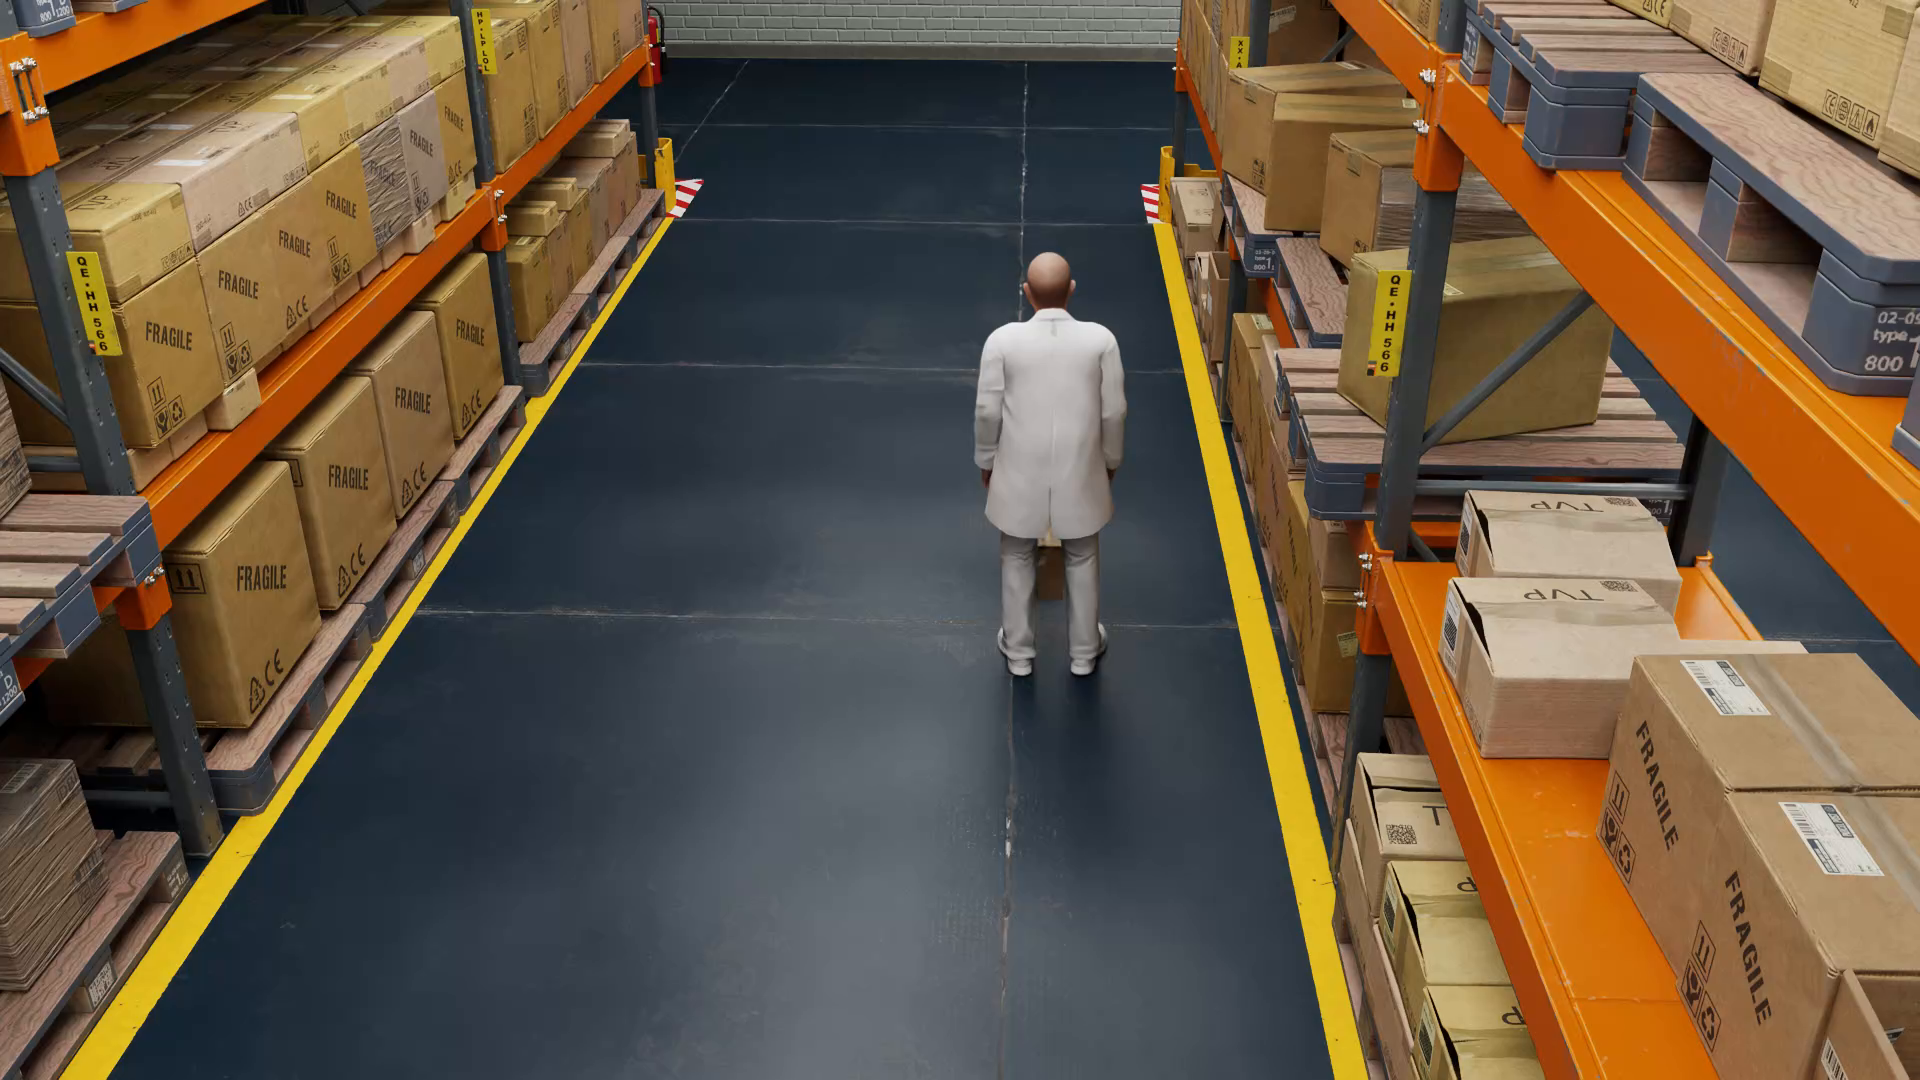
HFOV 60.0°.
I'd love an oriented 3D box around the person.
[{"bbox_3d":[0.355,-0.282,6.675,0.601,1.776,0.425,0,28,0],"label":"person"}]
